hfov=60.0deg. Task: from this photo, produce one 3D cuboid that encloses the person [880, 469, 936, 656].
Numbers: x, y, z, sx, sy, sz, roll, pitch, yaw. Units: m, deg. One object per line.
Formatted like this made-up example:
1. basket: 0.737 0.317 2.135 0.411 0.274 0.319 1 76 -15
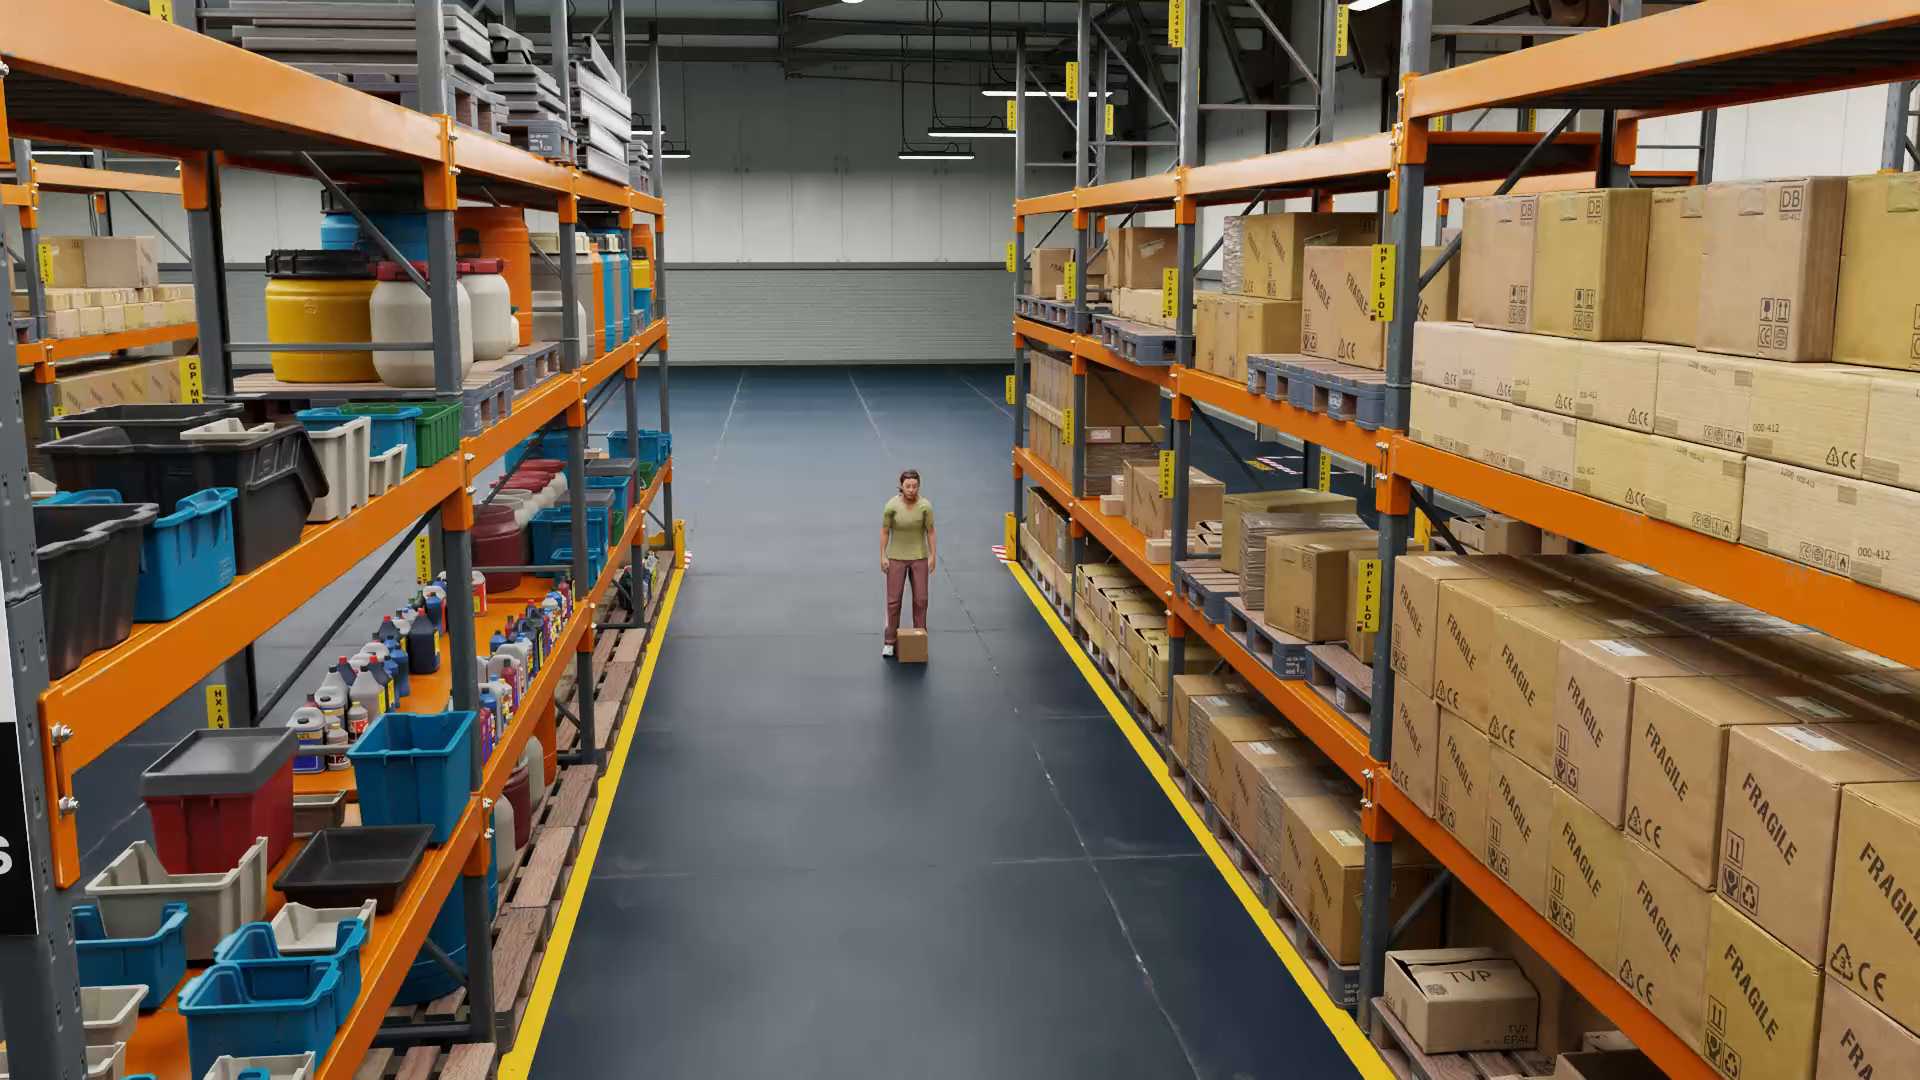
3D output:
1. person: -0.461 0.189 14.842 0.500 1.673 0.353 -1 10 -6
